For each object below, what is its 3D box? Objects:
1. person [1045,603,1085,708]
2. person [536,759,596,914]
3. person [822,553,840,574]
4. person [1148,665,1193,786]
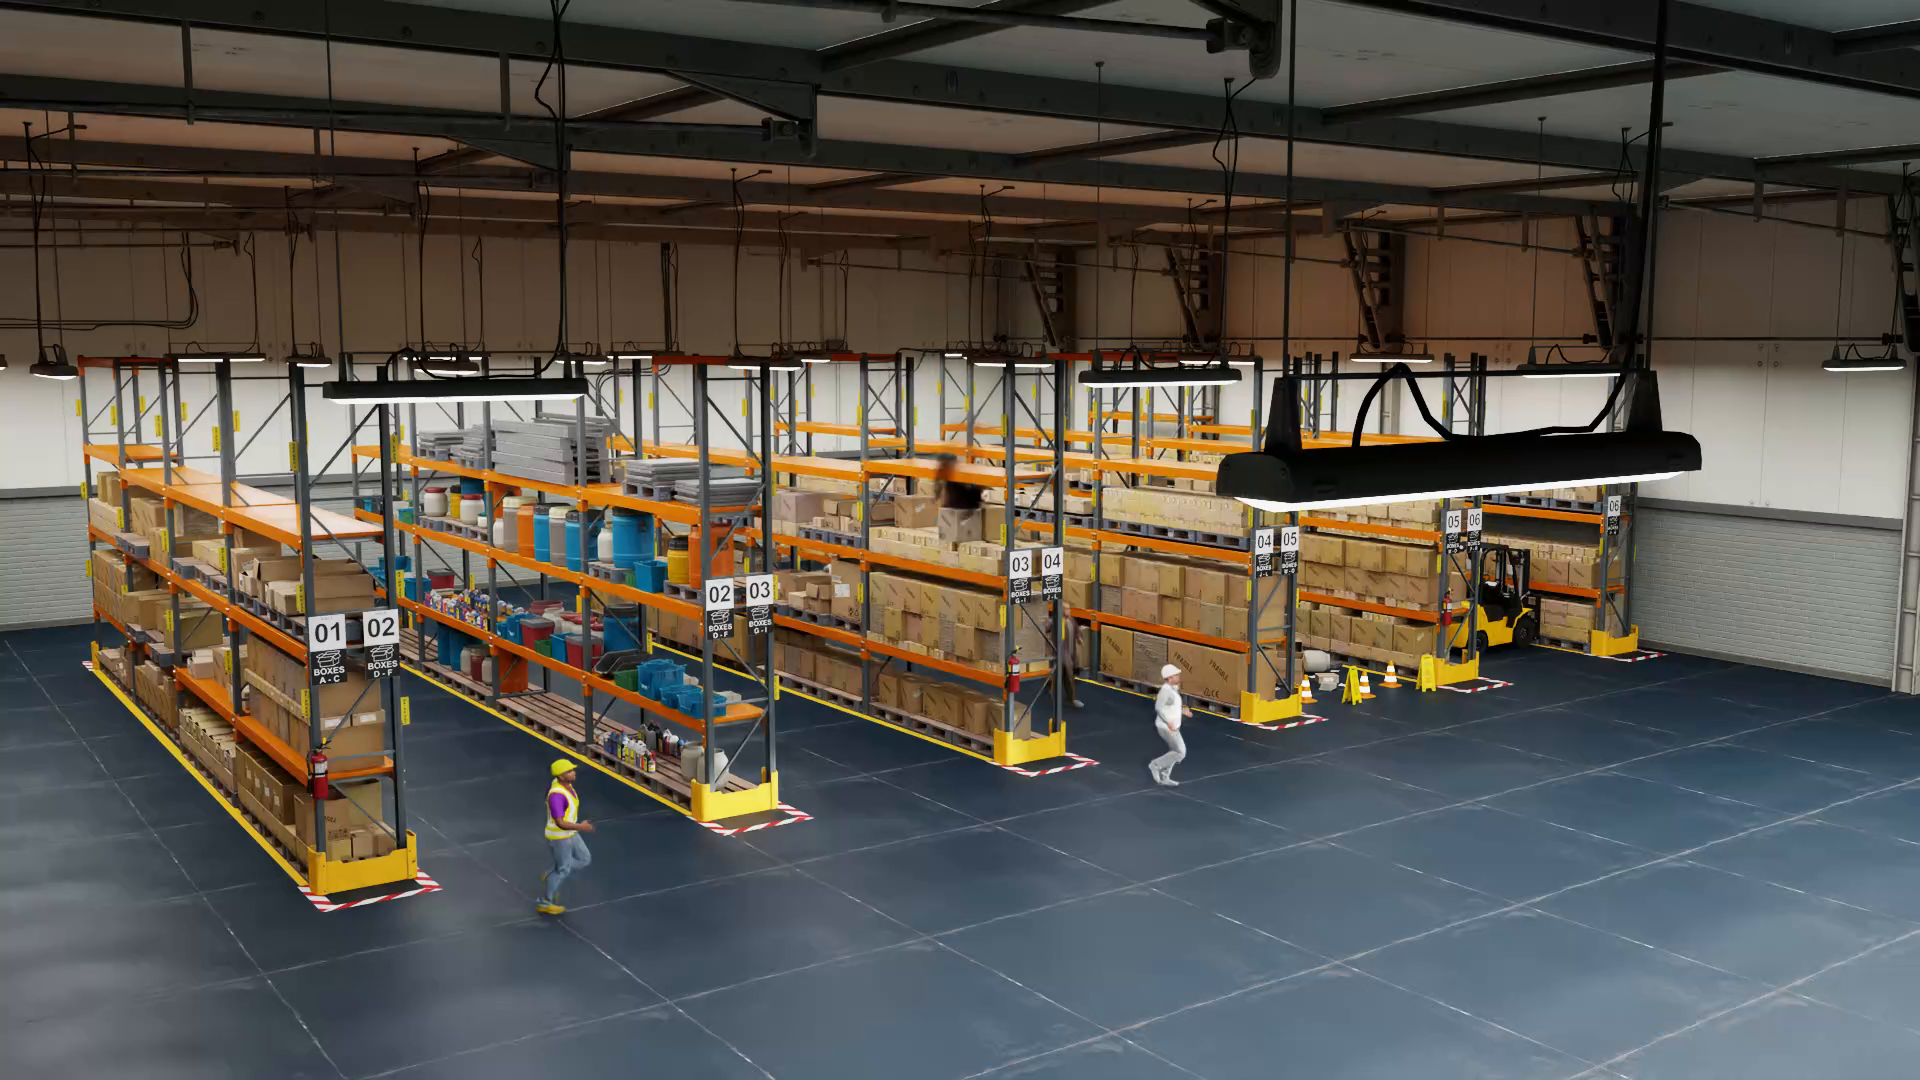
[{"bbox_3d":[1.797,1.954,28.730,0.728,1.761,1.034,-6,9,-41],"label":"person"},{"bbox_3d":[-4.359,3.252,18.408,0.684,1.719,0.729,0,7,-3],"label":"person"},{"bbox_3d":[-2.719,1.105,36.000,0.665,1.763,0.665,-4,8,-29],"label":"person"},{"bbox_3d":[2.988,2.623,23.565,0.610,1.744,0.652,1,7,9],"label":"person"}]
